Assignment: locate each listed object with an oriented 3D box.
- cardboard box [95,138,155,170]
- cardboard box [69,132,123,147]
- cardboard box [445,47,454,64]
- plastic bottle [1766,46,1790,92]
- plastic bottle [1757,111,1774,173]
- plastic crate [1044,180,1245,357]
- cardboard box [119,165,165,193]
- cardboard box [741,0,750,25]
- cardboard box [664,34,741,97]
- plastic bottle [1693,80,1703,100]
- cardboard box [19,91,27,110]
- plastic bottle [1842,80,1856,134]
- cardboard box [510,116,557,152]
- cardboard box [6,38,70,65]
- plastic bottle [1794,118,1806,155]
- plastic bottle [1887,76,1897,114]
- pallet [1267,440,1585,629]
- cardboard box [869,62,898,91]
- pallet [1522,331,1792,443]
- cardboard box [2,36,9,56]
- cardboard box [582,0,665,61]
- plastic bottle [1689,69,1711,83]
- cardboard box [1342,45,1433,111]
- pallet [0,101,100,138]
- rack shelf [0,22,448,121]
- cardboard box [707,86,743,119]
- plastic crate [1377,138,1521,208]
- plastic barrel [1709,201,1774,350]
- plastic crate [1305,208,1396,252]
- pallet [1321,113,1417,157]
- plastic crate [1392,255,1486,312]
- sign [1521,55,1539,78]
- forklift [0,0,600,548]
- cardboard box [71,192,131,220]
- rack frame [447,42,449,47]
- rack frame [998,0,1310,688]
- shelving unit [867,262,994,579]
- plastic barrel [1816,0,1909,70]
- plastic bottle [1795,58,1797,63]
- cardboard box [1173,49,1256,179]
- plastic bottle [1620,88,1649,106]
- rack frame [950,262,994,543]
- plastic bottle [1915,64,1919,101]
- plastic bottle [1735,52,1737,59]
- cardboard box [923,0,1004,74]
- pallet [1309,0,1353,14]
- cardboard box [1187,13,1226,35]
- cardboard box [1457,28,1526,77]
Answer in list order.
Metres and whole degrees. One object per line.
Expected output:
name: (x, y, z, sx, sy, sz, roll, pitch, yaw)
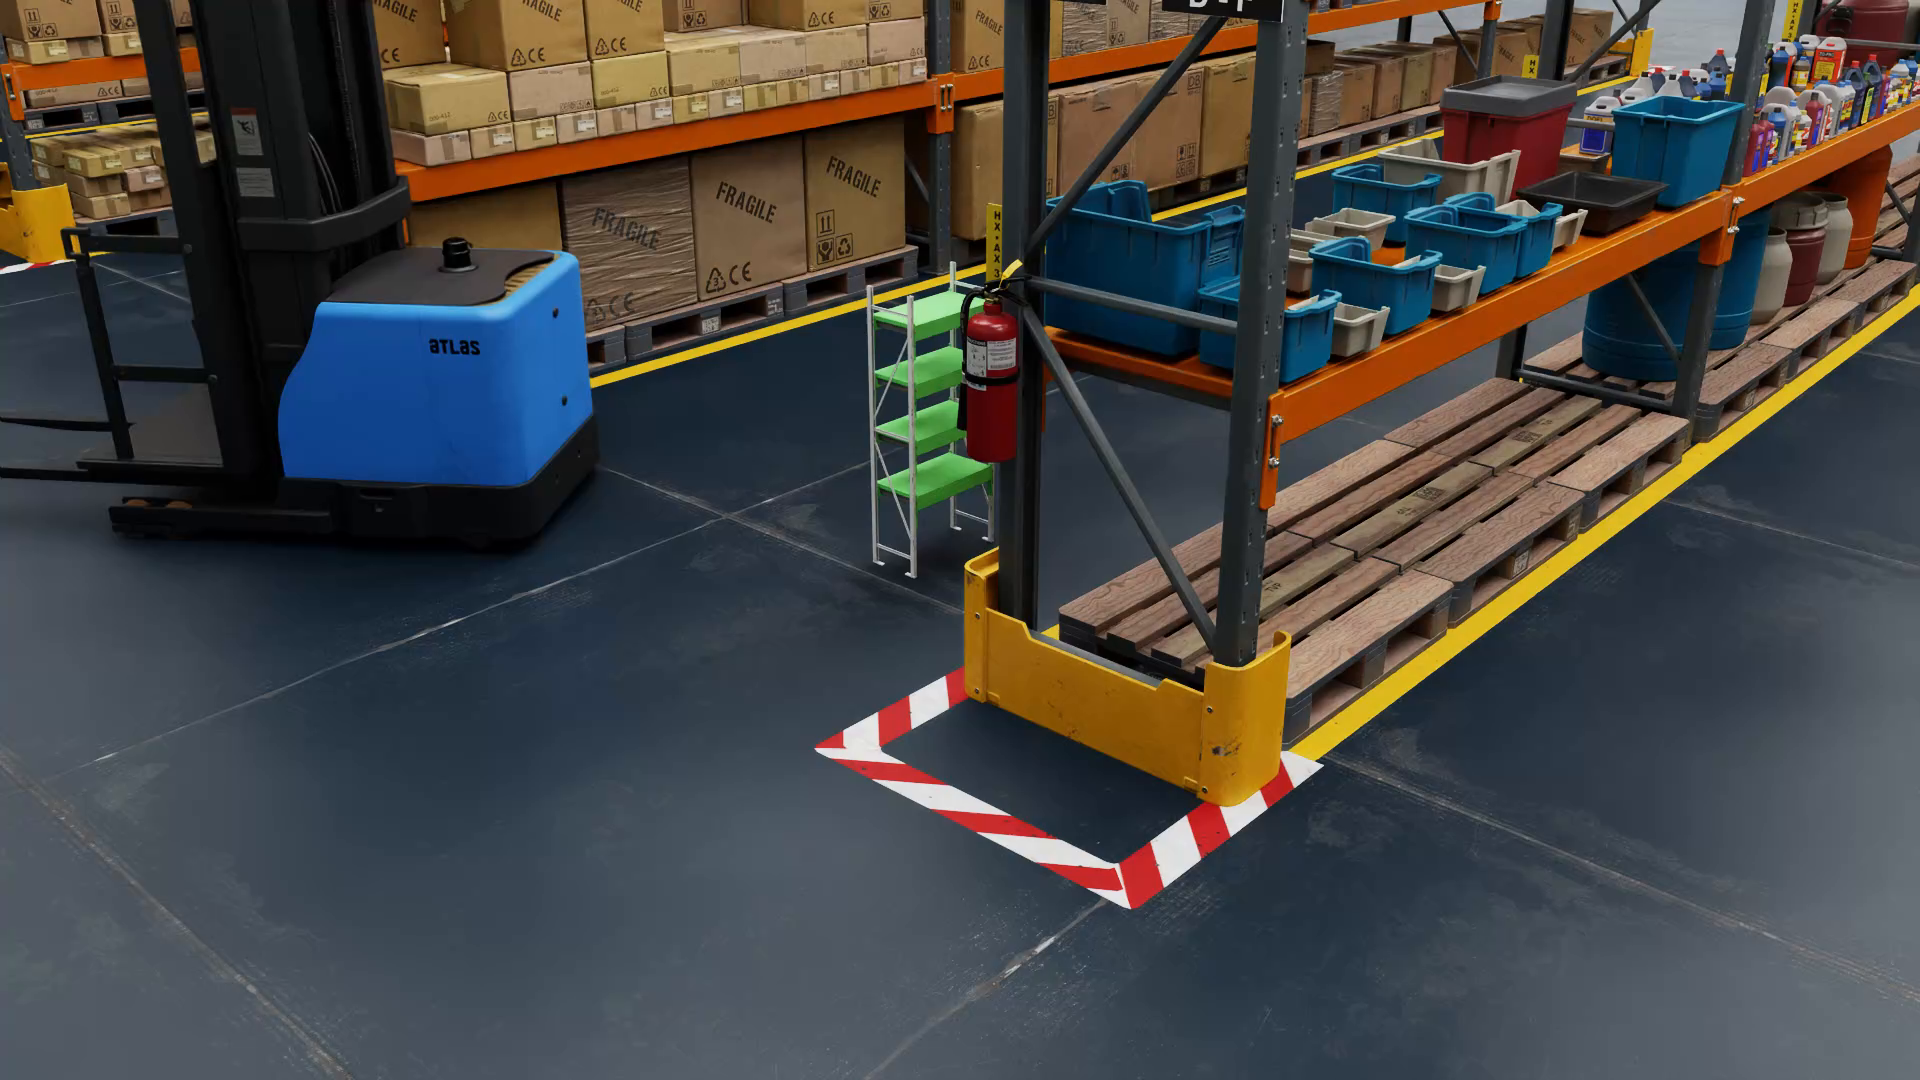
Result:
cardboard box: (-6.072, -2.807, 12.087, 0.380, 0.149, 0.250, 21, 31, 38)
cardboard box: (-6.394, -2.914, 12.327, 0.380, 0.149, 0.250, 21, 32, 38)
cardboard box: (-2.678, -2.517, 9.018, 0.500, 0.250, 0.500, 19, 31, 37)
plastic bottle: (4.994, -2.873, 10.148, 0.097, 0.271, 0.097, 0, 24, 0)
plastic bottle: (3.867, -1.924, 8.018, 0.061, 0.283, 0.133, 20, 31, 38)
plastic crate: (0.630, -0.920, 5.518, 0.616, 0.435, 0.499, 20, 31, 38)
cardboard box: (-6.003, -2.645, 12.090, 0.380, 0.149, 0.250, 20, 31, 37)
cardboard box: (-1.317, -3.480, 10.248, 0.500, 0.500, 0.500, 20, 31, 38)
cardboard box: (-1.597, -2.688, 9.399, 0.500, 0.250, 0.500, 19, 31, 37)
plastic bottle: (3.924, -2.328, 8.933, 0.097, 0.271, 0.097, 0, 24, 0)
cardboard box: (-9.552, -4.313, 15.822, 0.875, 0.438, 0.875, 21, 32, 39)
plastic bottle: (4.744, -2.330, 8.938, 0.097, 0.271, 0.097, 0, 24, 0)
cardboard box: (-2.319, -2.136, 8.654, 0.380, 0.149, 0.250, 19, 31, 36)
cardboard box: (-6.308, -3.355, 11.374, 0.380, 0.149, 0.250, 20, 31, 37)
plastic bottle: (4.215, -2.057, 8.415, 0.097, 0.201, 0.097, 0, 24, 0)
plastic bottle: (5.298, -2.552, 9.517, 0.097, 0.201, 0.097, 0, 24, 0)
pallet: (1.940, -0.061, 7.129, 1.003, 0.211, 1.213, 20, 31, 38)
cardboard box: (-0.604, -2.919, 10.400, 0.380, 0.149, 0.250, 21, 32, 38)
pallet: (3.762, -0.893, 8.984, 1.003, 0.211, 1.213, 20, 31, 38)
cardboard box: (-6.762, -3.523, 11.747, 0.380, 0.149, 0.250, 20, 31, 38)
cardboard box: (-1.946, -2.869, 8.886, 0.500, 0.500, 0.500, 19, 30, 36)
plastic bottle: (4.063, -2.470, 9.244, 0.152, 0.276, 0.135, 20, 31, 38)
cardboard box: (4.108, -4.470, 16.072, 0.700, 0.500, 0.500, 20, 31, 37)
pallet: (-9.233, -4.144, 16.234, 1.003, 0.211, 1.213, 20, 31, 38)
rack shelf: (-5.434, -3.742, 12.808, 1.077, 0.370, 4.000, 20, 31, 38)
cardboard box: (-1.460, -2.528, 9.530, 0.380, 0.149, 0.250, 21, 31, 38)
plastic crate: (2.059, -1.500, 7.001, 0.437, 0.282, 0.530, 20, 31, 38)
plastic barrel: (4.064, -1.553, 9.098, 0.600, 0.901, 0.708, 20, 31, 38)
plastic crate: (1.511, -1.199, 6.507, 0.298, 0.136, 0.250, 20, 31, 38)
pallet: (3.534, -3.848, 15.575, 1.003, 0.211, 1.213, 20, 31, 38)
plastic crate: (1.684, -0.897, 5.834, 0.250, 0.136, 0.298, 20, 31, 38)
sign: (2.807, -2.219, 8.194, 0.100, 0.325, 0.005, 20, 31, 38)
forklift: (-3.269, -1.549, 7.123, 3.031, 2.935, 1.130, 3, 24, 6)
cardboard box: (-6.181, -2.424, 11.960, 0.380, 0.149, 0.250, 21, 32, 39)
rack frame: (-4.099, -4.679, 14.020, 1.000, 3.000, 0.127, 20, 31, 38)
rack frame: (0.546, -0.723, 5.196, 1.000, 3.000, 0.127, 20, 31, 38)
shelving unit: (-0.110, -0.497, 6.892, 0.258, 1.200, 0.503, 20, 31, 38)
plastic barrel: (5.969, -3.447, 11.105, 0.600, 0.536, 0.708, 20, 31, 38)
plastic bottle: (5.193, -2.969, 10.448, 0.097, 0.201, 0.097, 0, 24, 0)
cardboard box: (1.721, -3.530, 13.541, 1.225, 0.875, 0.875, 18, 30, 35)
plastic bottle: (3.482, -2.205, 8.653, 0.152, 0.276, 0.135, 20, 31, 38)
rack frame: (0.052, -0.571, 7.058, 0.240, 1.200, 0.015, 20, 31, 38)
plastic bottle: (5.688, -2.730, 9.914, 0.097, 0.201, 0.097, 0, 24, 0)
plastic bottle: (4.551, -2.724, 9.802, 0.061, 0.283, 0.133, 20, 31, 38)
cardboard box: (0.020, -3.412, 11.071, 0.500, 0.500, 0.500, 20, 31, 38)
pallet: (2.593, -4.672, 14.237, 1.213, 0.211, 1.003, 20, 31, 38)
cardboard box: (1.715, -4.190, 12.807, 0.500, 0.500, 0.500, 20, 31, 37)
cardboard box: (5.540, -5.070, 17.434, 0.500, 0.500, 0.500, -13, 27, -27)
